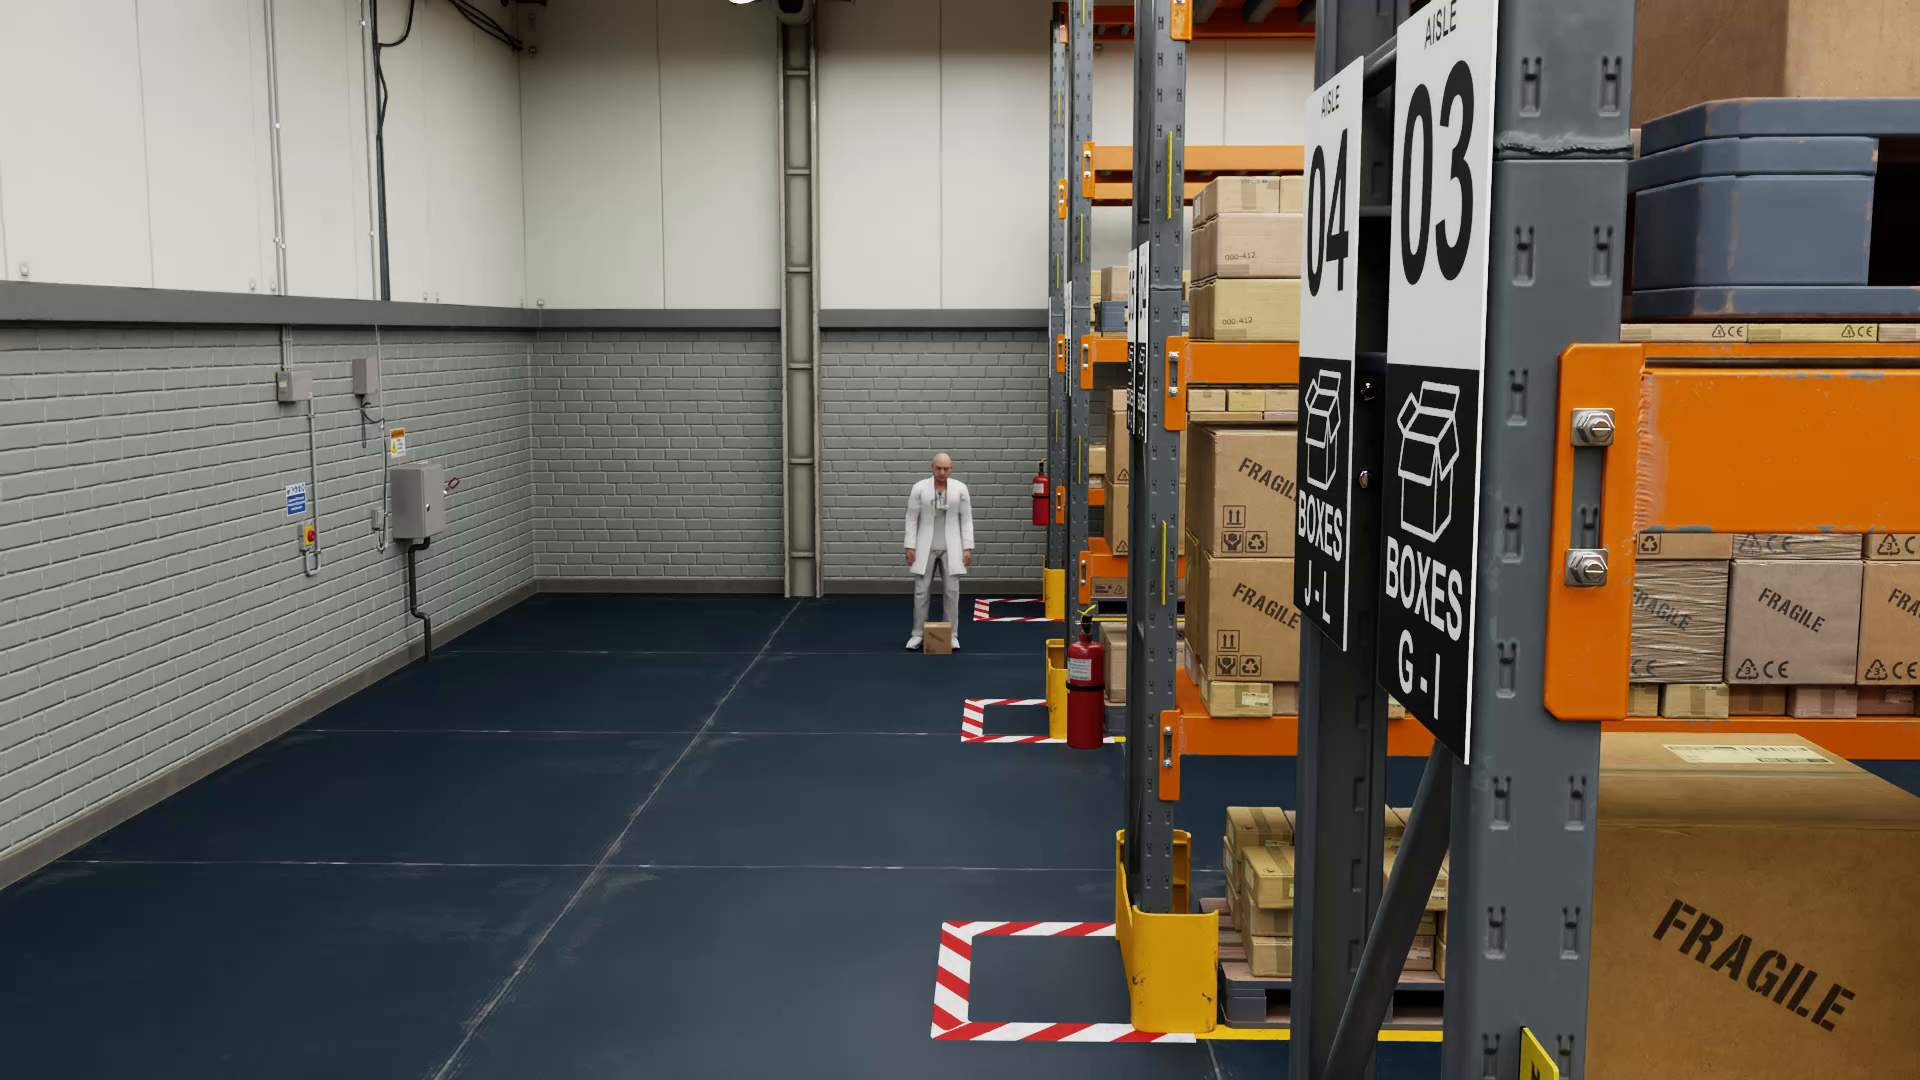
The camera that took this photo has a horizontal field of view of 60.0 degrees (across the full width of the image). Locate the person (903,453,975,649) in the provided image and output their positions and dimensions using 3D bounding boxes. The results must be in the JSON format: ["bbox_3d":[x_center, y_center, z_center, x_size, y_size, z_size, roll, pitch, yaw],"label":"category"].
[{"bbox_3d":[-0.190,0.095,15.067,0.646,1.772,0.429,0,7,-2],"label":"person"}]
